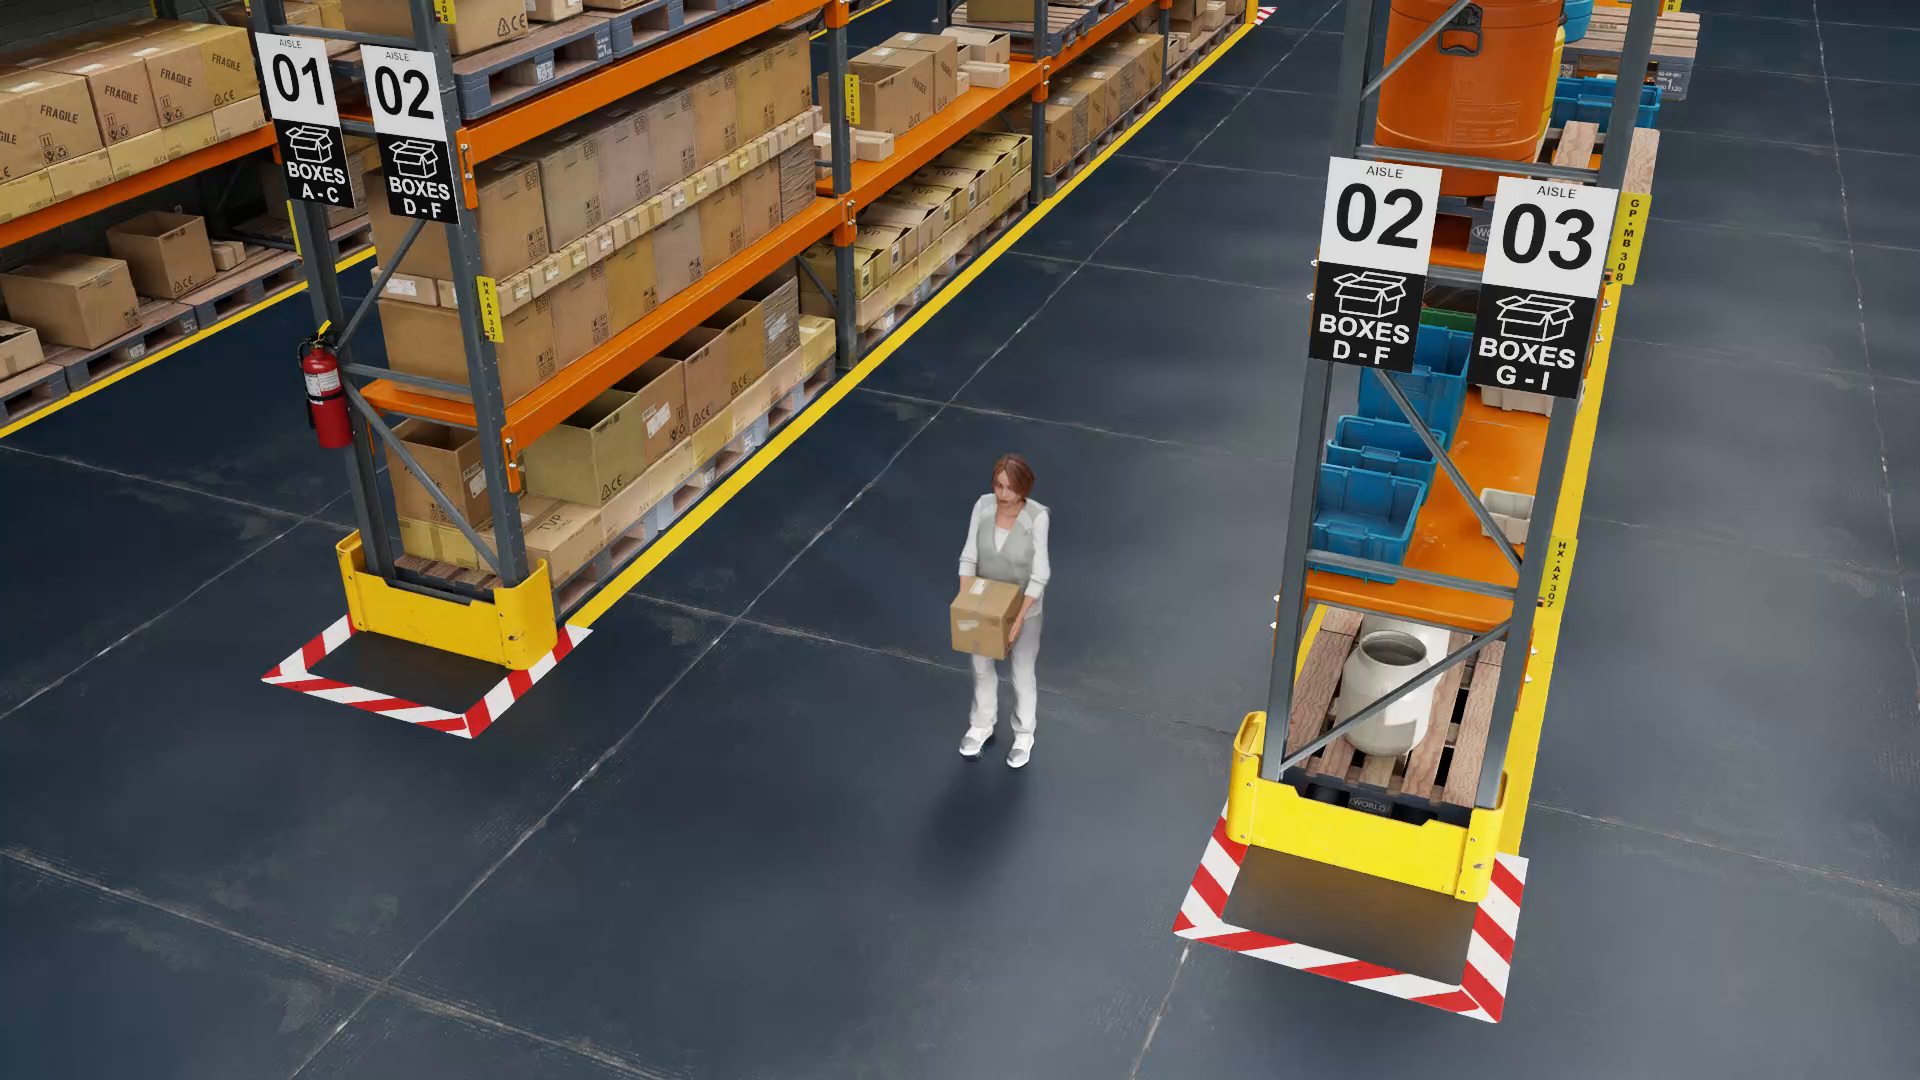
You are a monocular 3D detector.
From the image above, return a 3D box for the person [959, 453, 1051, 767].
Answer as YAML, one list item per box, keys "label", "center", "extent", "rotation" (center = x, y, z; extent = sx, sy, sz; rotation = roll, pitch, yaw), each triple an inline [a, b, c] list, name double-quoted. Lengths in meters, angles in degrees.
- label: "person"
  center: [0.194, 0.351, 7.779]
  extent: [0.440, 1.602, 0.461]
  rotation: [11, 32, 19]
